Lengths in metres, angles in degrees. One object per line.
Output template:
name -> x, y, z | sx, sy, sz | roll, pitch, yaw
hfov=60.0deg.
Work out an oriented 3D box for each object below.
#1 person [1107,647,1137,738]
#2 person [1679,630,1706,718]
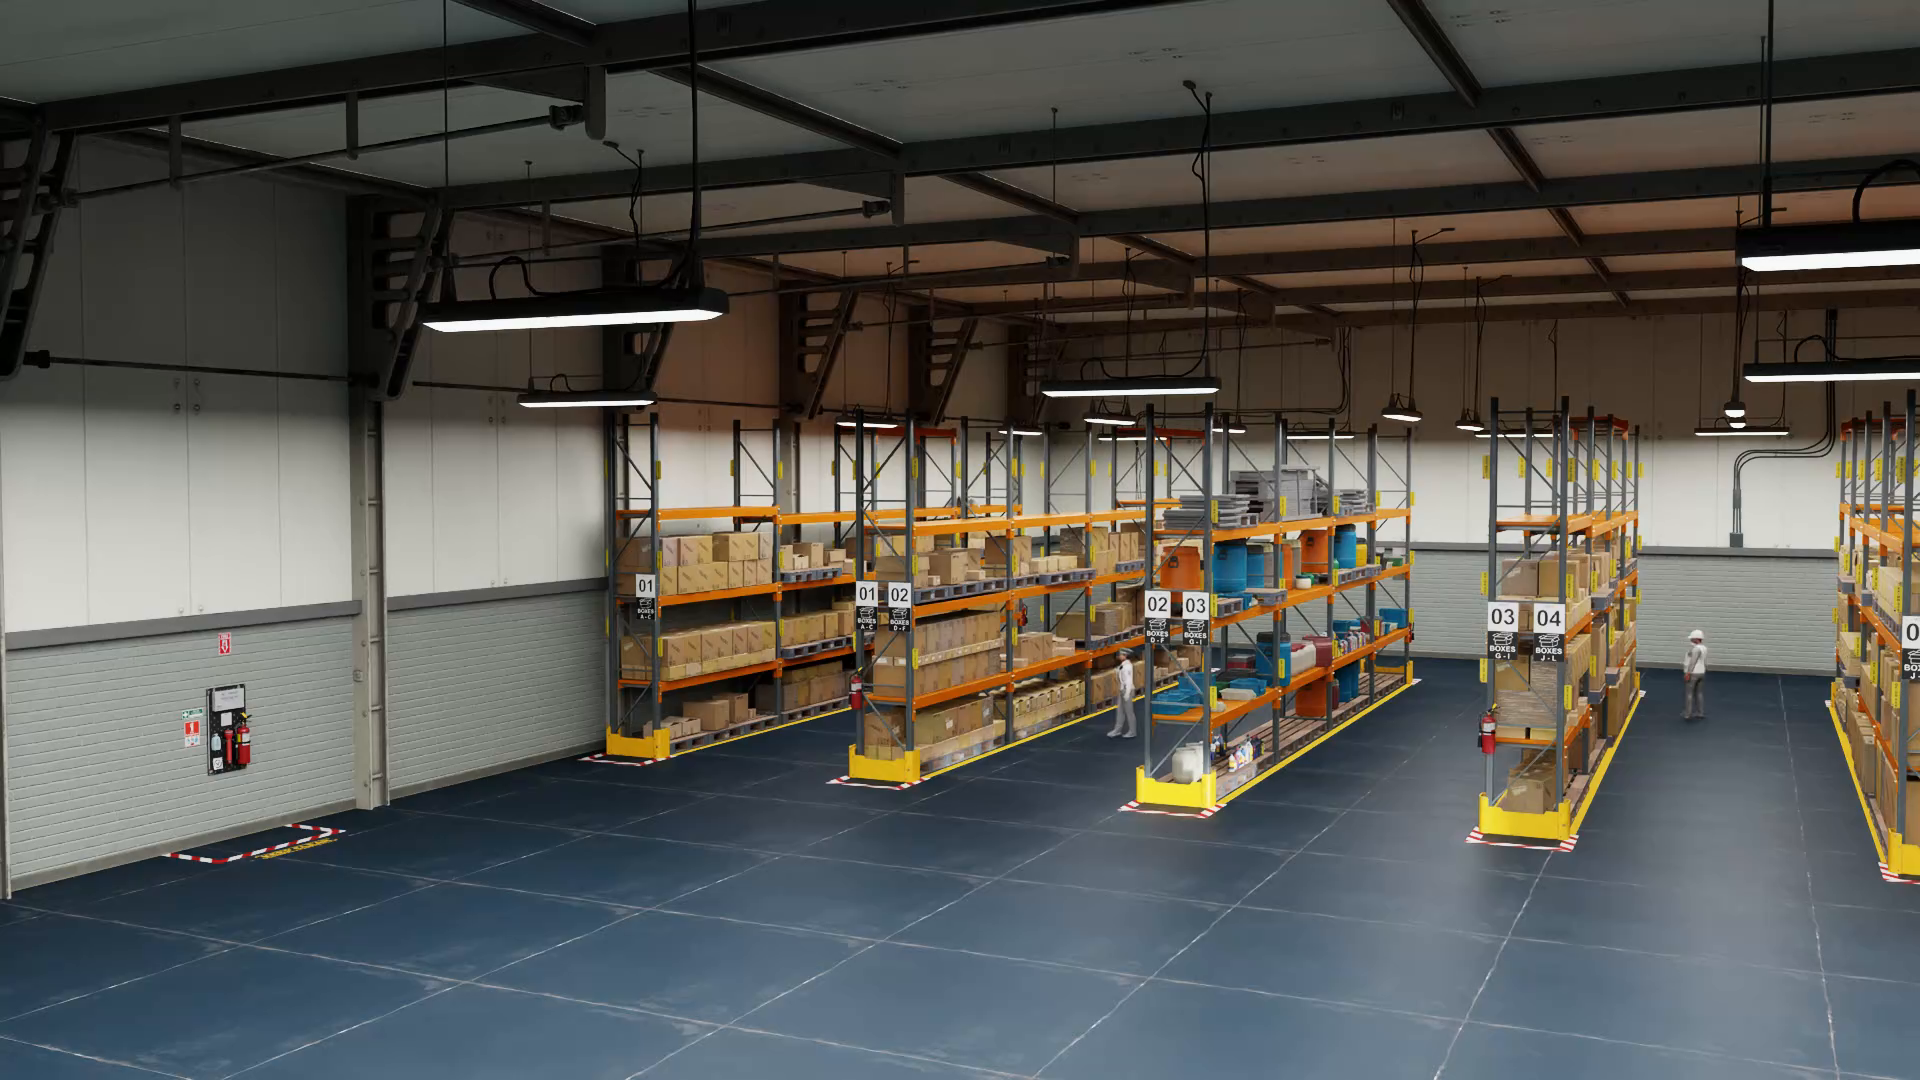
person -> 3.049, 2.860, 31.194 | 0.540, 1.699, 0.506 | 0, 2, 0
person -> 14.794, 2.707, 33.582 | 0.580, 1.775, 0.457 | -2, 3, -39
